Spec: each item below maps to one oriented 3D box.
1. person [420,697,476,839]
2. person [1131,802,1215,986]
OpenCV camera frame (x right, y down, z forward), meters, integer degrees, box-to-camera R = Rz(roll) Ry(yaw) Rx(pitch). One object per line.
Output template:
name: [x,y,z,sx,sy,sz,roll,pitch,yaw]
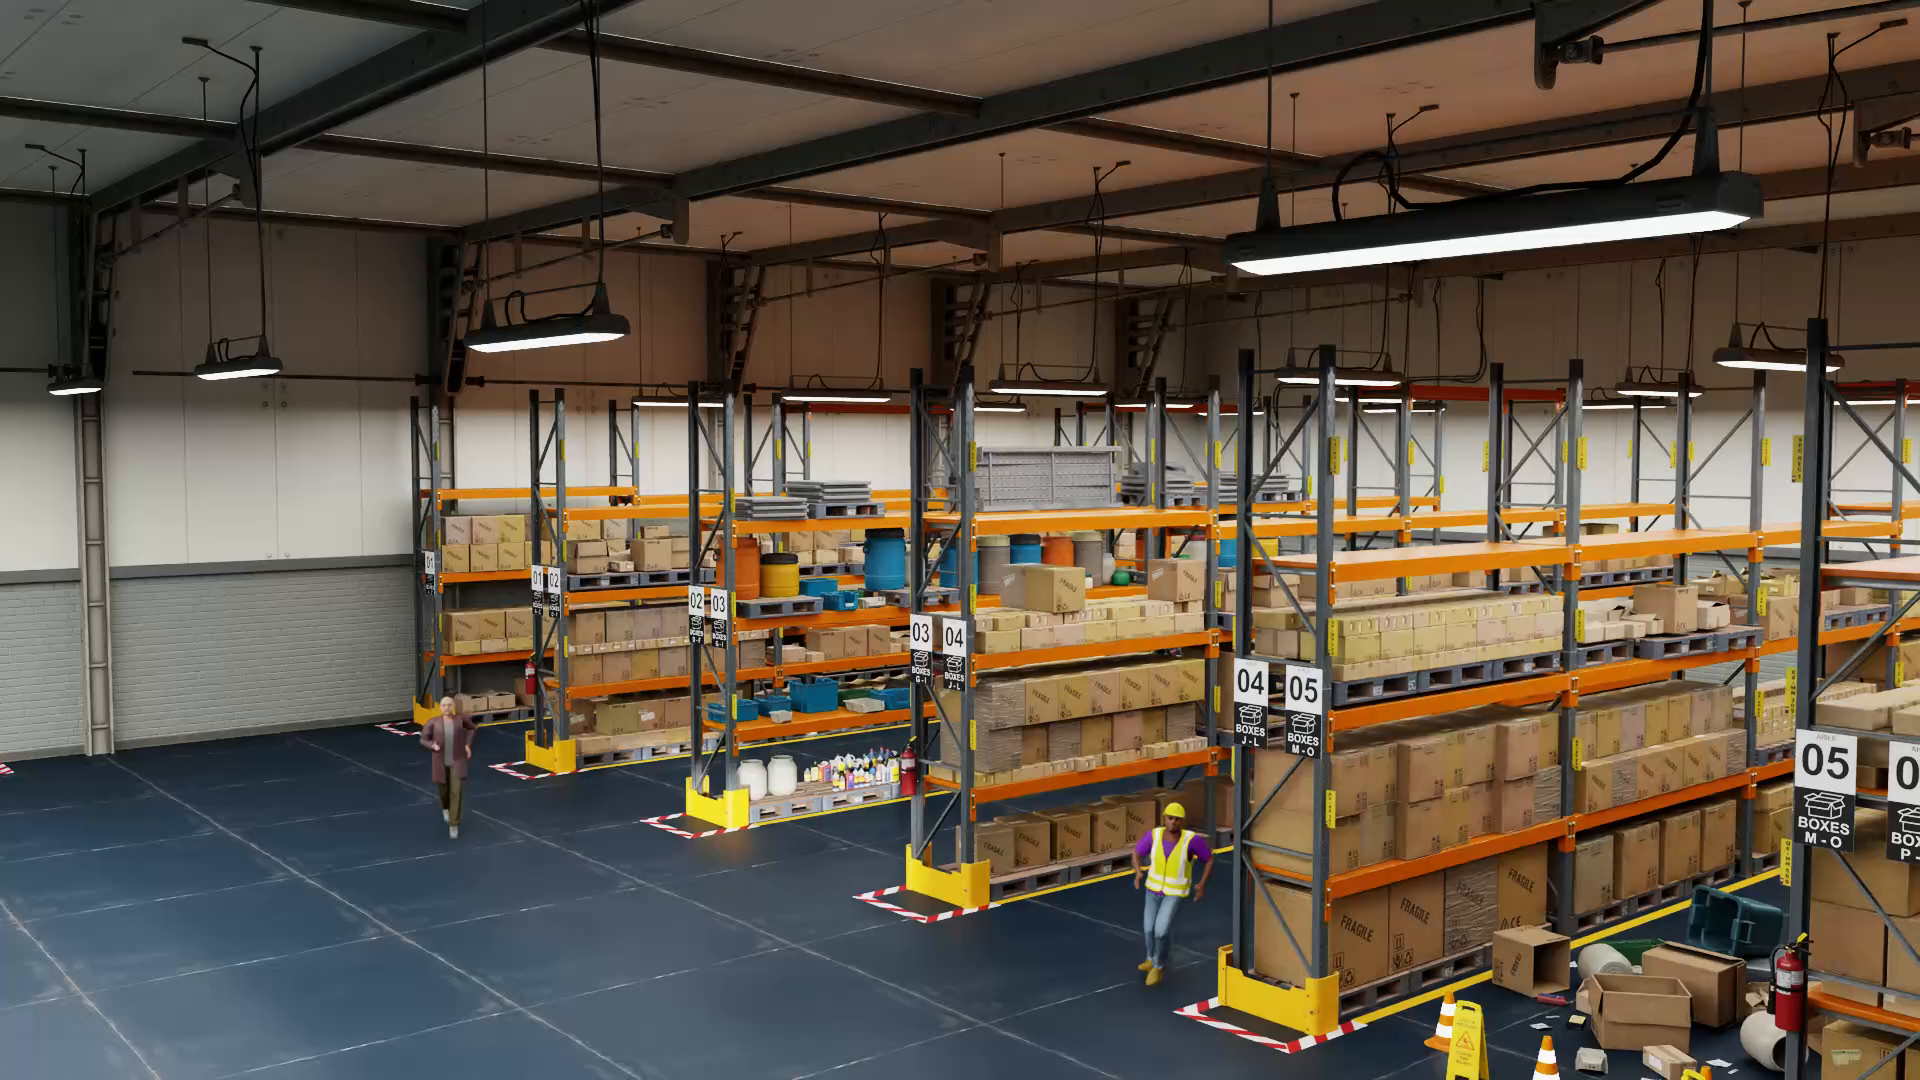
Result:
person: [-6.771,2.966,22.010,0.707,1.798,1.049,-1,4,-16]
person: [1.984,3.373,15.866,0.766,1.755,0.656,2,4,28]
